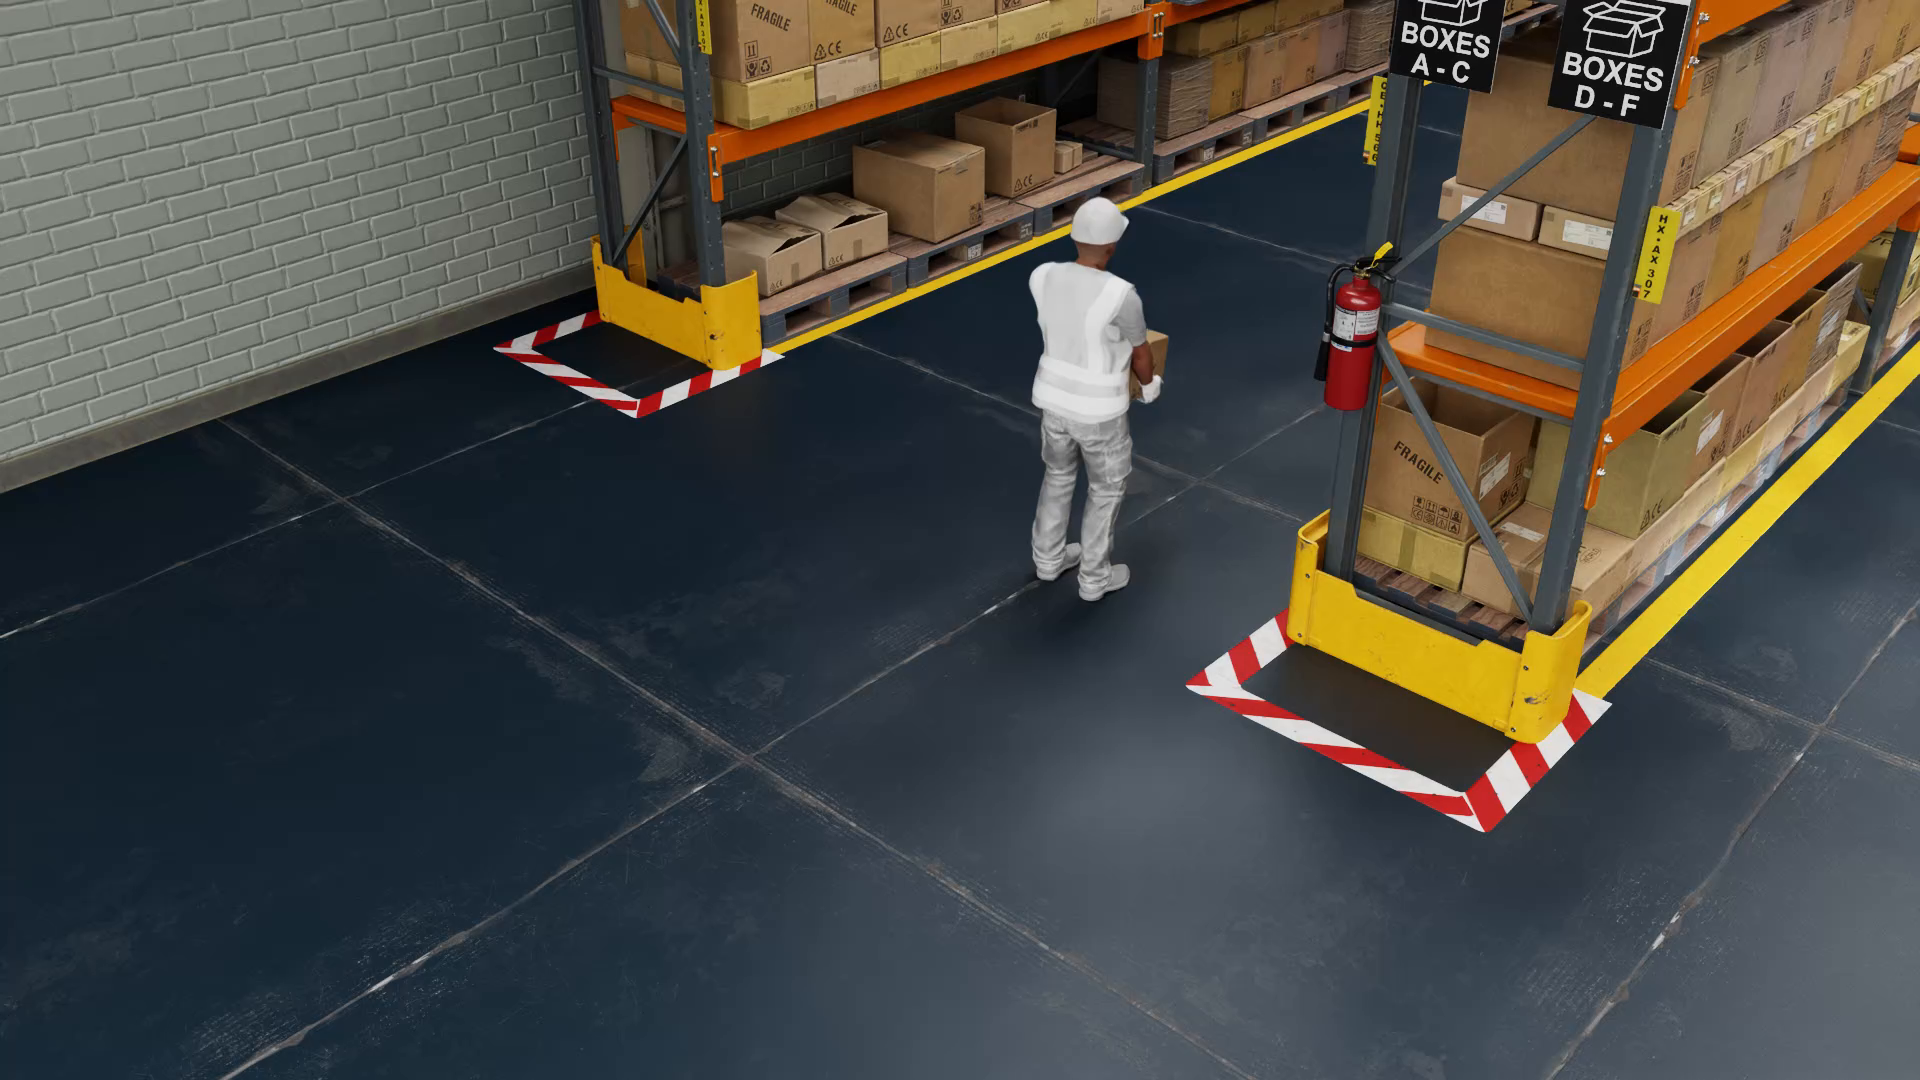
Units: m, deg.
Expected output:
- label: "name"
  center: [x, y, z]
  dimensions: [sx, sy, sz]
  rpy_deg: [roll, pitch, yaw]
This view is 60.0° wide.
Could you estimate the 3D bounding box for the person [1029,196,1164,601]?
- label: "person"
  center: [0.582, -0.622, 7.151]
  dimensions: [0.492, 1.777, 0.581]
  rpy_deg: [24, 39, 34]
